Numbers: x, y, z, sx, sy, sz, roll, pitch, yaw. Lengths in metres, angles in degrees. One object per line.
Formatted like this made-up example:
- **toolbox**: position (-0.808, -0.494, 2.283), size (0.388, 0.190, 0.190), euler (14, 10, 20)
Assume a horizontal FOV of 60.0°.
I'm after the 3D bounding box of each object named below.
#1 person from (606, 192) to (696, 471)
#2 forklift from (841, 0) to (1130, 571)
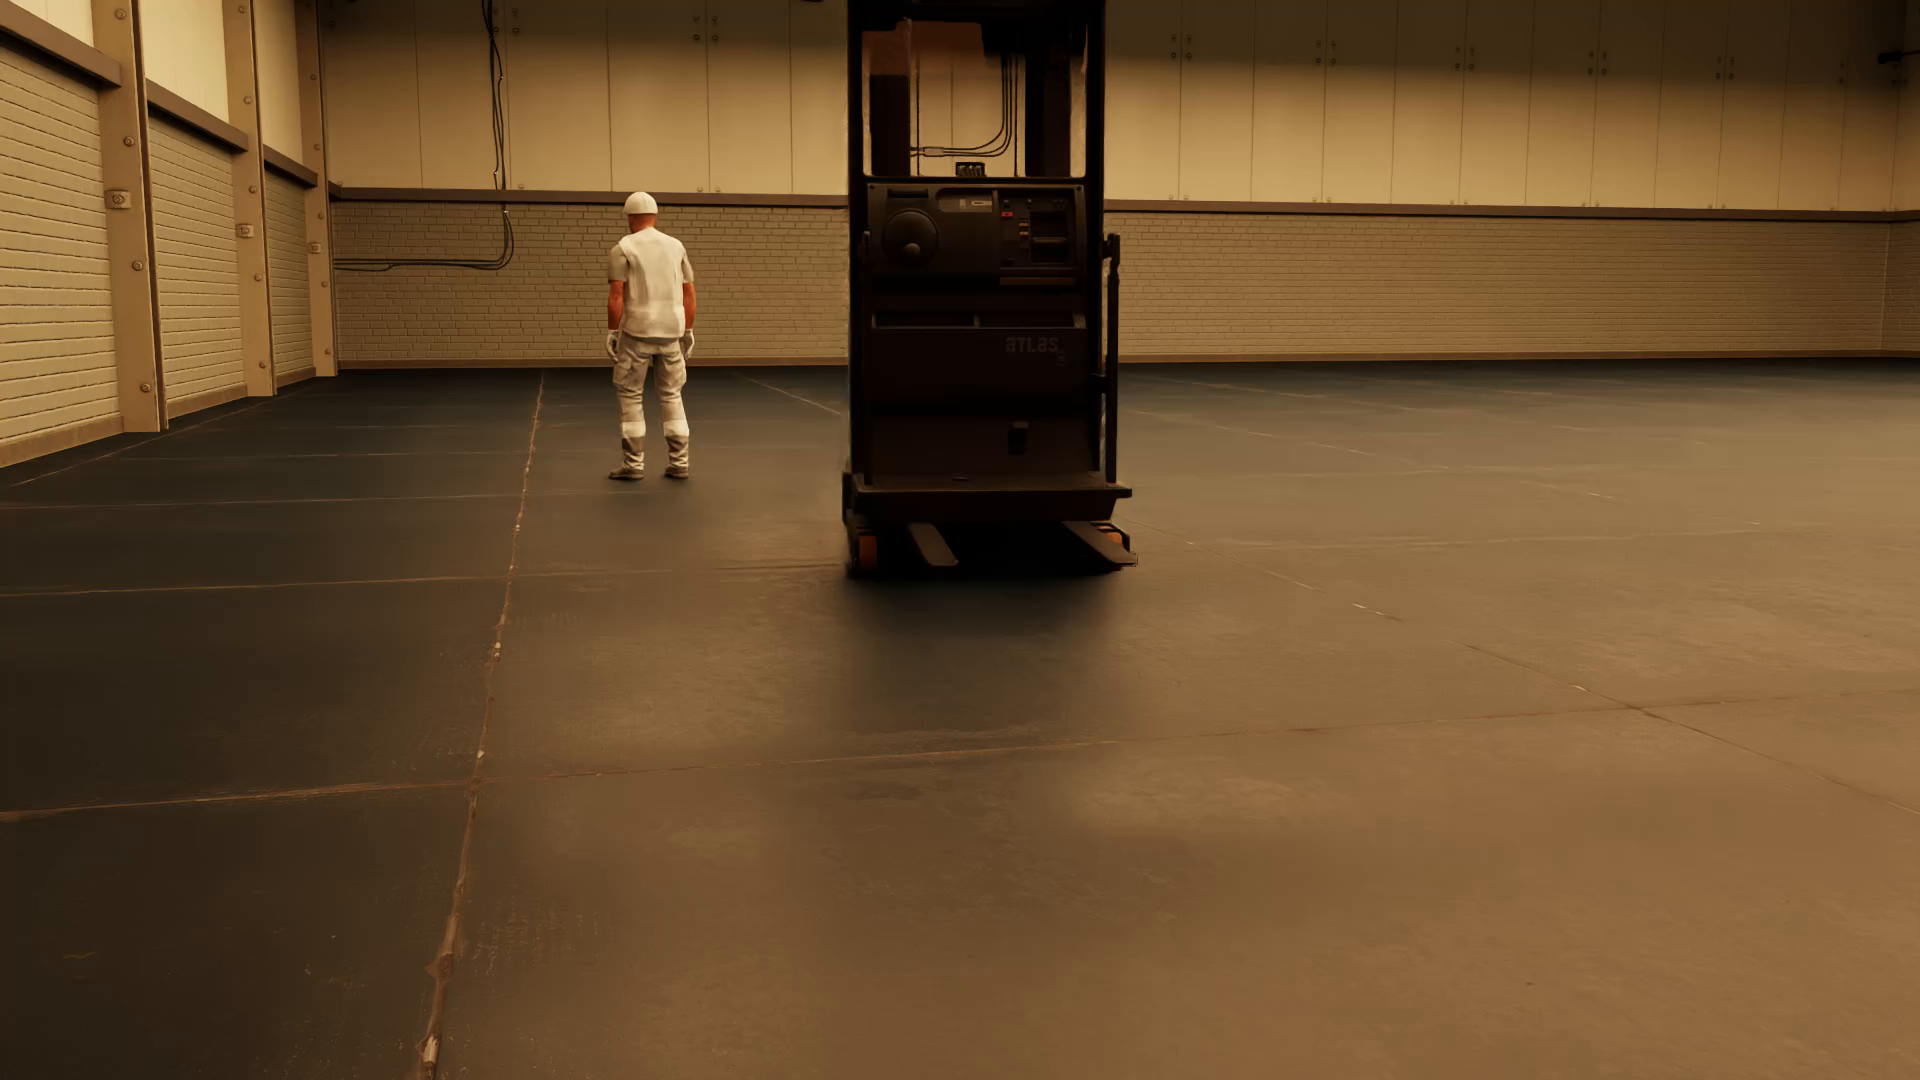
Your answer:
- **person**: position (-1.934, -1.300, 10.379), size (0.609, 1.718, 0.434), euler (-5, 10, -33)
- **forklift**: position (0.095, -1.359, 6.840), size (1.130, 2.935, 3.031), euler (-1, 8, -6)
